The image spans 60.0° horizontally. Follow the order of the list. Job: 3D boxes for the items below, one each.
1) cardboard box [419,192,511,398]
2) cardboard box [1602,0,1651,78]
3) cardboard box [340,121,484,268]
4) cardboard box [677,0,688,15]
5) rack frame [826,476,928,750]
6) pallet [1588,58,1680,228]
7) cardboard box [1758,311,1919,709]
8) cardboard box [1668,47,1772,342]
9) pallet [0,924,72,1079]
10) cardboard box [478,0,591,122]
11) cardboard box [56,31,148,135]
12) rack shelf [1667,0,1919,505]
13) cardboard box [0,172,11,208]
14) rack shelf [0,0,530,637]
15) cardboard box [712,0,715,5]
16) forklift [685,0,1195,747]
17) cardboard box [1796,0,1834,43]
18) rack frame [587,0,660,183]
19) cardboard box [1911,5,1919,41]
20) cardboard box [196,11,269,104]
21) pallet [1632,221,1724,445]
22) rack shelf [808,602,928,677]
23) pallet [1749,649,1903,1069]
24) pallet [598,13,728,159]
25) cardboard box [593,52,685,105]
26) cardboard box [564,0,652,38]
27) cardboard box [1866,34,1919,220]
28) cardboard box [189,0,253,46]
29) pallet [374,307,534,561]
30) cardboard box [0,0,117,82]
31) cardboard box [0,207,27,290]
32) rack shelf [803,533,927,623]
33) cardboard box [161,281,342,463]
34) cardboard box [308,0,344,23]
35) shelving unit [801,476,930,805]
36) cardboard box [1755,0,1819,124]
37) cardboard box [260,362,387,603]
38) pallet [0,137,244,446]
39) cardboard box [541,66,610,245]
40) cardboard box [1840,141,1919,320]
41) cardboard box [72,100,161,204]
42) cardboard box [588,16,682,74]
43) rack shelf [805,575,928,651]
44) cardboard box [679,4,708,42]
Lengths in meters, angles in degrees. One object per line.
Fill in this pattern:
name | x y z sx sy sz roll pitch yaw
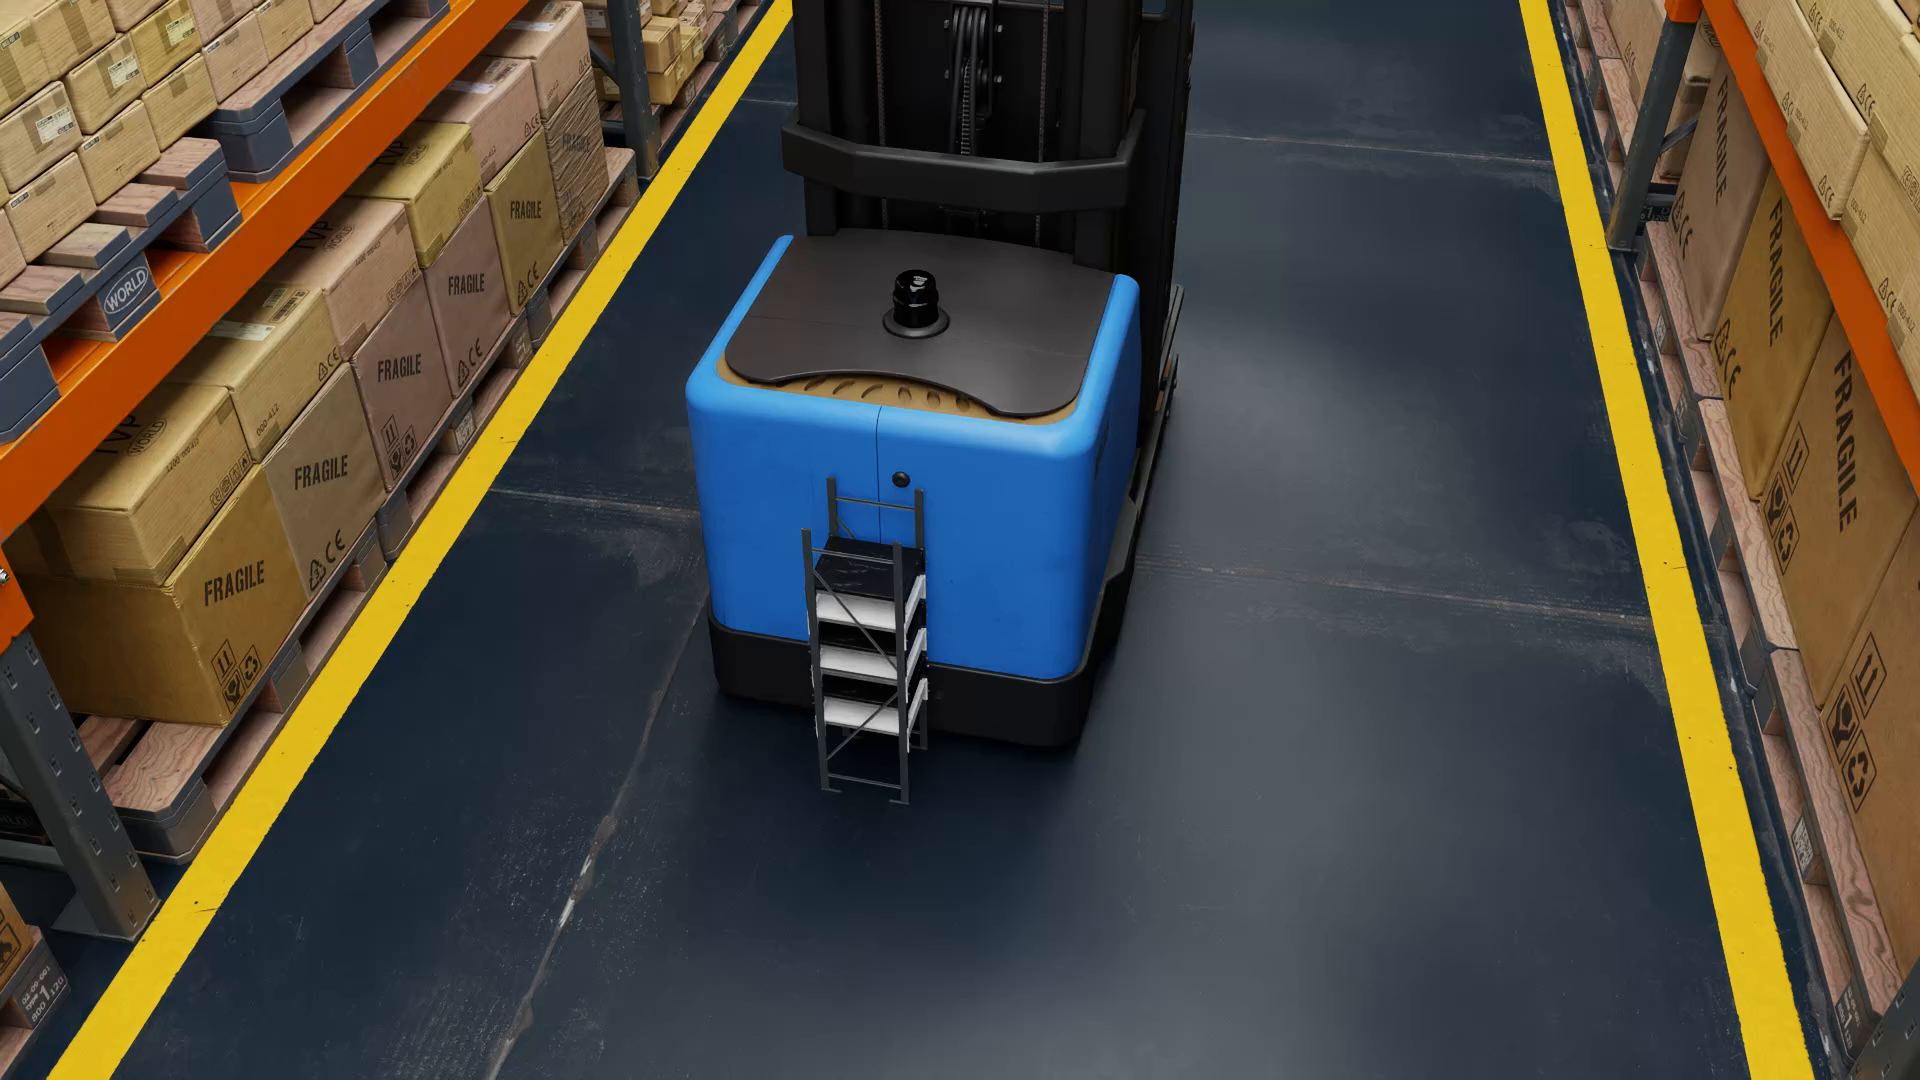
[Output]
cardboard box | -1.863 -0.837 5.541 0.500 0.500 0.500 6 40 7
cardboard box | 3.461 -2.410 7.493 0.875 0.438 0.875 5 40 6
cardboard box | -1.860 -1.112 5.285 0.500 0.250 0.500 5 40 6
cardboard box | -1.461 -2.470 7.558 0.380 0.149 0.250 6 40 7
rack frame | -0.206 0.210 4.289 0.240 0.900 0.006 8 40 10
pallet | 3.300 -1.686 7.123 1.003 0.211 1.213 6 40 8
cardboard box | 2.759 -0.108 4.365 0.875 0.875 0.875 7 40 8
cardboard box | 3.063 -1.237 5.730 0.875 0.875 0.875 8 40 9
pallet | -2.704 1.297 3.515 1.003 0.211 1.213 6 40 8
cardboard box | -1.681 -1.766 6.076 0.500 0.250 0.500 5 40 6
cardboard box | -2.124 -1.063 3.816 0.380 0.149 0.250 5 40 6
rack shelf | 2.746 -0.759 4.379 1.077 0.370 4.000 6 40 8
cardboard box | -2.212 -0.725 3.407 0.380 0.149 0.250 8 40 10
rack shelf | -2.147 -1.242 4.963 1.077 0.370 4.000 6 40 8
cardboard box | -1.377 -2.697 8.065 0.380 0.149 0.250 5 40 6
forklift | 0.143 -1.520 4.788 1.130 2.935 3.031 8 40 10
cardboard box | 2.562 -1.538 4.481 0.500 0.250 0.500 7 40 8
rack frame | -1.801 -2.774 6.251 1.000 3.000 0.127 6 40 8
cardboard box | 2.405 -1.193 3.475 0.500 0.500 0.500 6 40 8
cardboard box | -2.035 -1.262 4.290 0.380 0.149 0.250 8 40 9
pallet | 3.033 -0.725 5.961 1.003 0.211 1.213 6 40 8
rack shelf | -0.229 0.230 4.177 0.258 0.077 0.200 8 40 10
pallet | 2.610 0.807 4.109 1.003 0.211 1.213 6 40 8
pallet | -1.720 -2.125 7.655 1.003 0.211 1.213 6 40 8
cardboard box | -1.422 -2.030 7.260 0.380 0.149 0.250 5 40 6
cardboard box | -1.537 -2.260 7.070 0.380 0.149 0.250 8 40 9
cardboard box | 2.387 -0.894 3.703 0.500 0.250 0.500 5 40 7
cardboard box | -2.037 -1.378 4.196 0.380 0.149 0.250 6 40 8
pallet | -2.143 -0.443 5.620 1.003 0.211 1.213 6 40 8
cardboard box | -2.132 -1.149 3.687 0.380 0.149 0.250 6 40 7
cardboard box | -2.217 -0.588 3.474 0.380 0.149 0.250 6 40 7
rack shelf | -0.229 0.091 4.062 0.258 0.077 0.200 8 40 10
cardboard box | -2.048 -0.476 4.515 0.500 0.250 0.500 6 40 7
cardboard box | -1.943 -1.583 4.678 0.380 0.149 0.250 5 40 6
shelving unit | -0.229 0.273 4.213 0.258 0.900 0.210 8 40 10
cardboard box | 2.563 -1.342 4.637 0.500 0.250 0.500 6 40 7
cardboard box | -2.036 -0.194 4.763 0.500 0.500 0.500 7 40 8
pallet | -2.475 -0.649 3.831 1.213 0.211 1.003 6 40 8
cardboard box | -1.681 -1.480 6.319 0.500 0.500 0.500 6 40 7
cardboard box | 2.407 -0.706 3.868 0.500 0.250 0.500 6 40 7
cardboard box | -2.124 -0.925 3.883 0.380 0.149 0.250 8 40 10
cardboard box | -1.423 -2.144 7.164 0.380 0.149 0.250 8 40 10
rack shelf | -0.229 0.160 4.120 0.258 0.077 0.200 8 40 10
cardboard box | -1.384 -2.359 7.657 0.380 0.149 0.250 6 40 7
